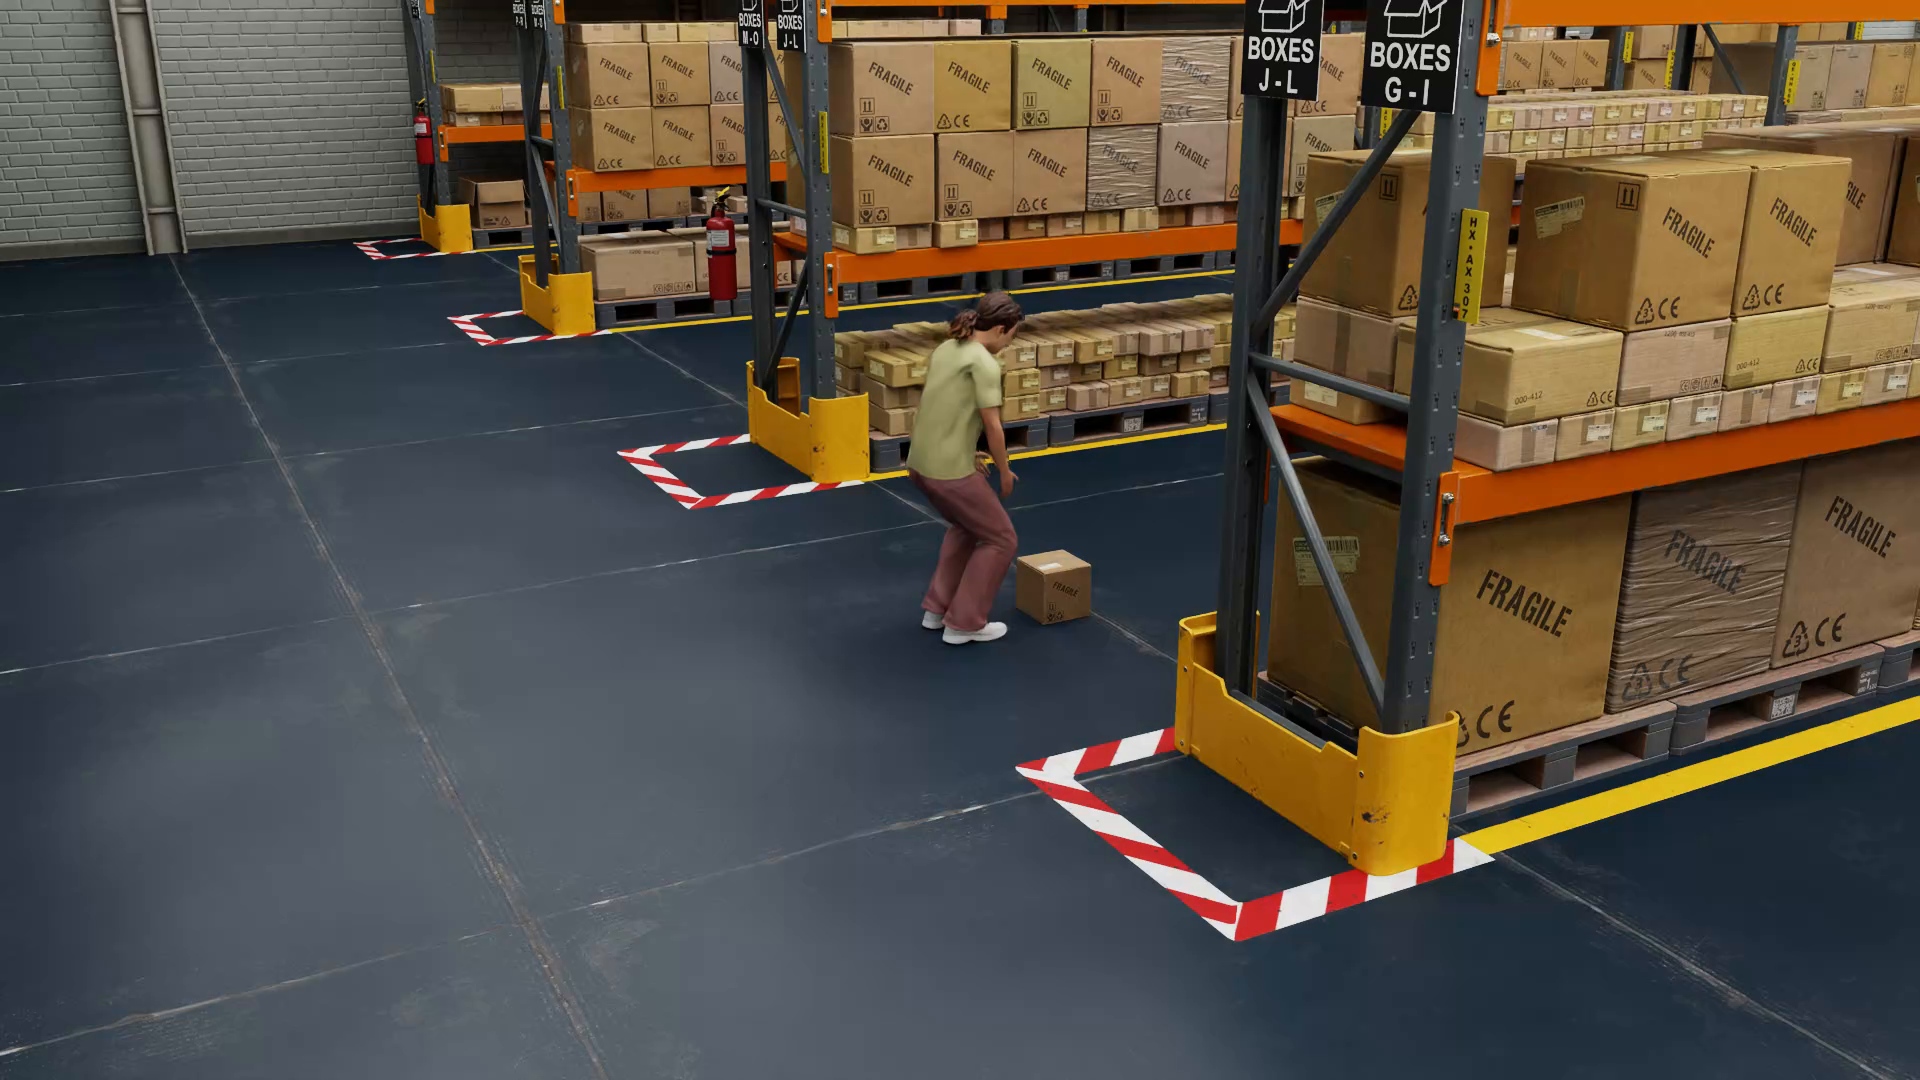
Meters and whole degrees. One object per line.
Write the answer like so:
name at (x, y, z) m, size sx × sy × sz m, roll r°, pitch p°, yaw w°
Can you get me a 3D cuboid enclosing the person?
person at (0.024, -0.320, 7.283) m, size 0.533 × 1.515 × 0.498 m, roll -9°, pitch 21°, yaw -26°
